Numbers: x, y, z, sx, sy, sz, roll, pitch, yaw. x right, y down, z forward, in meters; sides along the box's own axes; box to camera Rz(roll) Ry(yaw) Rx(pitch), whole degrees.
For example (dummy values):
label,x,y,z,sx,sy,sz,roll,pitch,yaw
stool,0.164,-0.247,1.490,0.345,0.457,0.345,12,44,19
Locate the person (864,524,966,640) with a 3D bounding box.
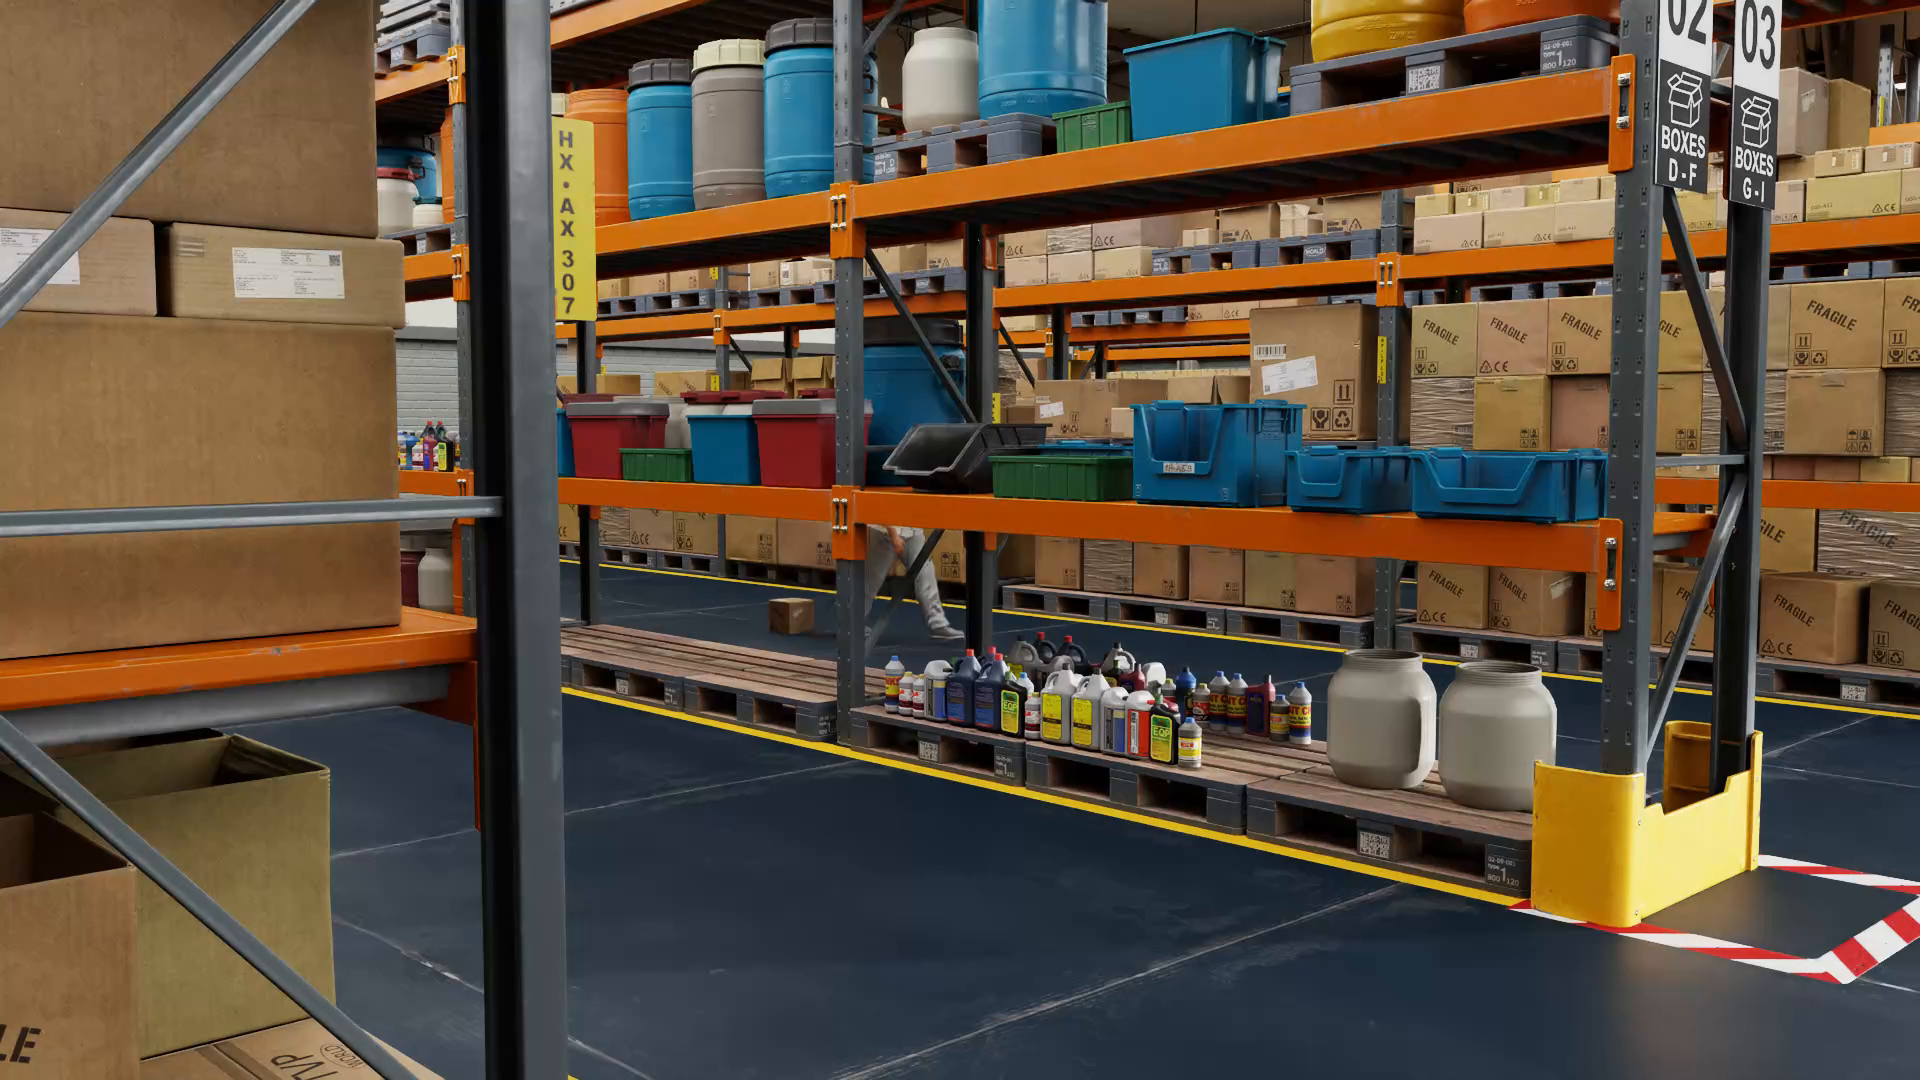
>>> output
label,x,y,z,sx,sy,sz,roll,pitch,yaw
person,-0.431,-0.058,12.304,0.999,1.590,0.507,3,5,36
